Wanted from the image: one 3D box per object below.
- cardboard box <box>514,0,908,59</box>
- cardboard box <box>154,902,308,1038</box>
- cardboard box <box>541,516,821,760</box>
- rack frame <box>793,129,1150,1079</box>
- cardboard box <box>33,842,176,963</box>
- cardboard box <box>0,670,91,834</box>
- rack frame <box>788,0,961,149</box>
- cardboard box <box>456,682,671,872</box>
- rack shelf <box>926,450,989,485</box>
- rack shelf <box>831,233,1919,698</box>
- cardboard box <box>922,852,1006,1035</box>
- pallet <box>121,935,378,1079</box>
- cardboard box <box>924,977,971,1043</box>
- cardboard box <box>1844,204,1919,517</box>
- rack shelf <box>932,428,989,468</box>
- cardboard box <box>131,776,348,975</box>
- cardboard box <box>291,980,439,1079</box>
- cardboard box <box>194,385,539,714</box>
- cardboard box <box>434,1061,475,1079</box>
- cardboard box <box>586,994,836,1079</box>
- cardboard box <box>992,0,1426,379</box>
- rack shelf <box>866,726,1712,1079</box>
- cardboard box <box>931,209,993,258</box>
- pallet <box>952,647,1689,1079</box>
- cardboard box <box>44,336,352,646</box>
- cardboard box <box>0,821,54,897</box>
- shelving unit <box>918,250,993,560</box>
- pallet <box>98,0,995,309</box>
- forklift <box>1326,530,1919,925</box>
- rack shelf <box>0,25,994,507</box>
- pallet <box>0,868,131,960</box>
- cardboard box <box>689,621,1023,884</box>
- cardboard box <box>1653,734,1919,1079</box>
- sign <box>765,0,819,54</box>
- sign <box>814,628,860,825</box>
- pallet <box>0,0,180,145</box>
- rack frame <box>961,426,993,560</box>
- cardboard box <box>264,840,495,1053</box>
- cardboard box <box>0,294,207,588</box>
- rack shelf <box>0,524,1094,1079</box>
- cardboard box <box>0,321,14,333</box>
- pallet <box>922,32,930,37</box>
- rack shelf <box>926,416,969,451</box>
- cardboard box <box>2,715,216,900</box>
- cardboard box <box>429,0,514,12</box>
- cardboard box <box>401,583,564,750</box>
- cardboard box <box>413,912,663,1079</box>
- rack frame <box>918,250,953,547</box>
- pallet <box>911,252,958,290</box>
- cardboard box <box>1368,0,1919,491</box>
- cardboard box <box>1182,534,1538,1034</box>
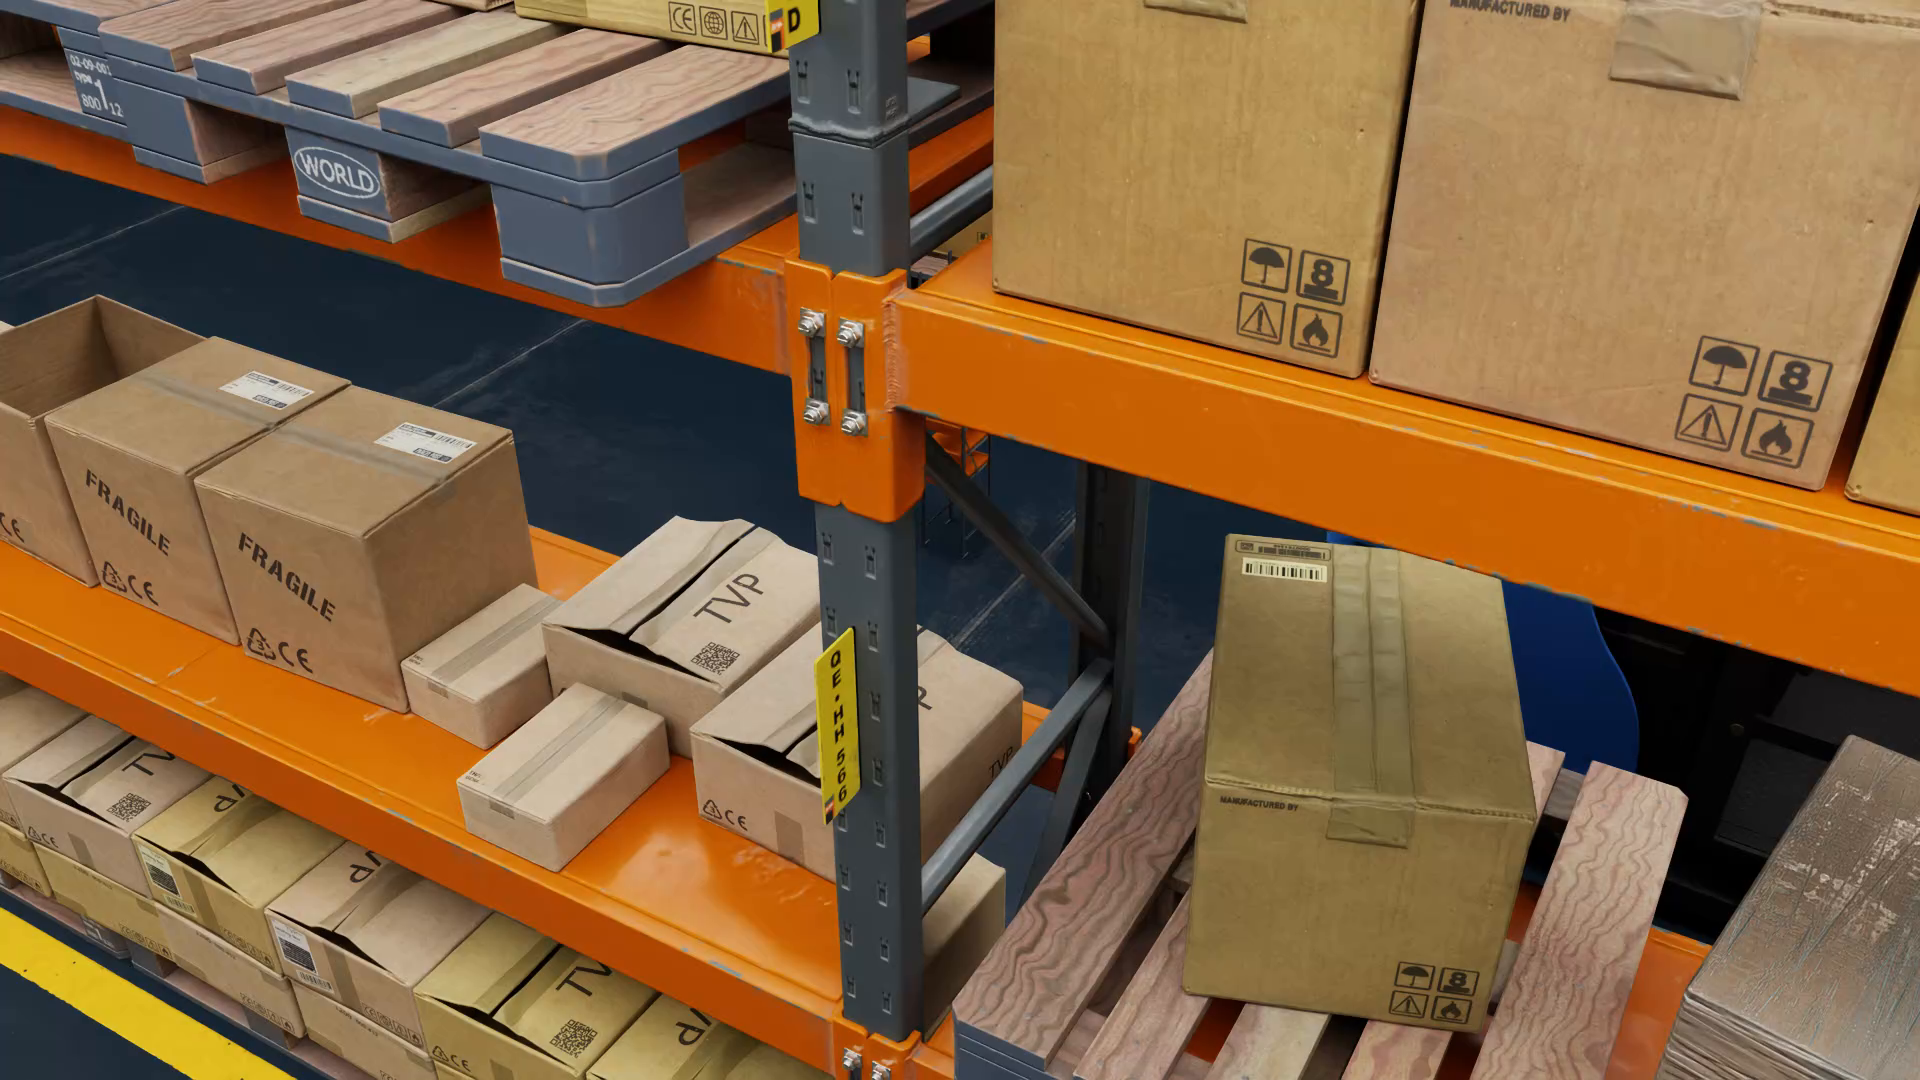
[{"bbox_3d":[-0.337,-0.954,2.526,0.500,0.250,0.500,15,36,21],"label":"cardboard box"},{"bbox_3d":[-1.825,1.027,4.603,0.500,0.250,0.500,18,38,25],"label":"cardboard box"},{"bbox_3d":[-0.596,0.203,3.820,0.500,0.311,0.500,17,37,24],"label":"cardboard box"},{"bbox_3d":[0.085,0.505,3.286,0.127,3.000,1.000,18,37,24],"label":"rack frame"},{"bbox_3d":[-2.267,0.887,4.814,0.500,0.250,0.500,16,37,23],"label":"cardboard box"},{"bbox_3d":[-2.721,0.515,4.867,0.500,0.311,0.500,17,37,24],"label":"cardboard box"},{"bbox_3d":[0.085,-1.992,1.623,0.127,3.000,1.000,18,37,24],"label":"rack frame"},{"bbox_3d":[-0.833,0.495,3.527,0.250,0.149,0.380,18,37,24],"label":"cardboard box"},{"bbox_3d":[-0.013,-0.267,6.581,0.180,0.103,0.258,18,37,24],"label":"rack shelf"},{"bbox_3d":[1.821,0.106,1.828,4.000,0.370,1.077,18,37,24],"label":"rack shelf"},{"bbox_3d":[-0.224,0.955,4.205,0.500,0.311,0.500,19,38,26],"label":"cardboard box"},{"bbox_3d":[-1.666,1.084,4.932,1.213,0.211,1.003,18,37,24],"label":"pallet"},{"bbox_3d":[-0.224,1.189,4.360,0.500,0.250,0.500,17,37,24],"label":"cardboard box"},{"bbox_3d":[1.375,-0.399,1.846,0.500,0.500,0.910,18,37,24],"label":"cardboard box"},{"bbox_3d":[-0.013,-0.367,6.515,0.180,0.103,0.258,18,37,24],"label":"rack shelf"},{"bbox_3d":[-1.817,0.796,4.444,0.500,0.311,0.500,19,38,26],"label":"cardboard box"},{"bbox_3d":[-1.377,1.167,4.393,0.500,0.250,0.500,18,38,25],"label":"cardboard box"},{"bbox_3d":[-1.380,0.009,3.939,0.500,0.500,0.500,16,37,22],"label":"cardboard box"},{"bbox_3d":[-0.942,1.307,4.183,0.500,0.250,0.500,17,37,24],"label":"cardboard box"},{"bbox_3d":[-0.492,1.215,3.815,0.500,0.311,0.500,19,38,26],"label":"cardboard box"},{"bbox_3d":[0.480,-0.682,2.271,0.500,0.500,0.910,18,37,24],"label":"cardboard box"},{"bbox_3d":[1.821,1.354,2.659,4.000,0.370,1.077,18,37,24],"label":"rack shelf"},{"bbox_3d":[0.187,-1.811,8.621,0.500,0.500,0.700,17,37,23],"label":"cardboard box"},{"bbox_3d":[0.708,0.737,3.110,1.003,0.211,1.213,18,37,24],"label":"pallet"},{"bbox_3d":[-1.837,-0.135,4.157,0.500,0.500,0.500,18,38,24],"label":"cardboard box"},{"bbox_3d":[-2.718,0.746,5.026,0.500,0.250,0.500,19,38,26],"label":"cardboard box"},{"bbox_3d":[-0.013,-0.503,6.423,0.189,1.200,0.258,18,37,24],"label":"shelving unit"},{"bbox_3d":[-0.549,-0.809,2.723,1.003,0.211,1.213,19,38,27],"label":"pallet"},{"bbox_3d":[2.639,-0.252,4.484,3.031,2.935,1.130,20,38,27],"label":"forklift"},{"bbox_3d":[-1.652,-0.995,3.480,4.000,0.370,1.077,18,37,24],"label":"rack shelf"},{"bbox_3d":[-2.729,0.749,5.435,1.213,0.211,1.003,18,37,24],"label":"pallet"},{"bbox_3d":[-0.209,0.421,3.492,0.500,0.311,0.500,20,39,27],"label":"cardboard box"},{"bbox_3d":[1.387,0.751,2.448,0.500,0.500,0.700,25,41,33],"label":"cardboard box"},{"bbox_3d":[-0.198,-0.727,1.892,0.005,0.325,0.100,18,37,24],"label":"sign"},{"bbox_3d":[-0.188,0.291,2.563,0.005,0.325,0.100,18,37,24],"label":"sign"},{"bbox_3d":[-1.521,-1.115,3.182,1.213,0.211,1.003,19,38,27],"label":"pallet"},{"bbox_3d":[0.067,-0.478,6.386,0.006,1.200,0.240,18,37,24],"label":"rack frame"},{"bbox_3d":[-1.383,0.935,4.235,0.500,0.311,0.500,17,37,24],"label":"cardboard box"},{"bbox_3d":[-2.272,-0.273,4.364,0.500,0.500,0.500,20,39,28],"label":"cardboard box"},{"bbox_3d":[-1.652,0.254,4.311,4.000,0.370,1.077,18,37,24],"label":"rack shelf"},{"bbox_3d":[-2.939,-0.419,4.808,0.500,0.250,0.500,20,39,27],"label":"cardboard box"},{"bbox_3d":[-0.342,-2.620,8.152,1.213,0.211,1.003,18,37,24],"label":"pallet"},{"bbox_3d":[-0.013,-0.466,6.448,0.180,0.103,0.258,18,37,24],"label":"rack shelf"},{"bbox_3d":[-2.271,0.656,4.654,0.500,0.311,0.500,16,37,23],"label":"cardboard box"},{"bbox_3d":[-0.801,-1.089,2.730,0.500,0.250,0.500,19,38,26],"label":"cardboard box"},{"bbox_3d":[-1.050,0.286,3.842,0.250,0.149,0.380,21,39,28],"label":"cardboard box"},{"bbox_3d":[-0.947,1.076,4.025,0.500,0.311,0.500,17,37,24],"label":"cardboard box"},{"bbox_3d":[-0.092,-0.529,6.461,0.006,1.200,0.240,18,37,24],"label":"rack frame"},{"bbox_3d":[-0.257,-1.606,8.972,1.213,0.211,1.003,18,37,24],"label":"pallet"},{"bbox_3d":[0.923,-0.542,2.060,0.500,0.500,0.910,18,37,24],"label":"cardboard box"},{"bbox_3d":[0.687,0.407,2.963,0.500,0.500,0.700,6,34,9],"label":"cardboard box"}]
